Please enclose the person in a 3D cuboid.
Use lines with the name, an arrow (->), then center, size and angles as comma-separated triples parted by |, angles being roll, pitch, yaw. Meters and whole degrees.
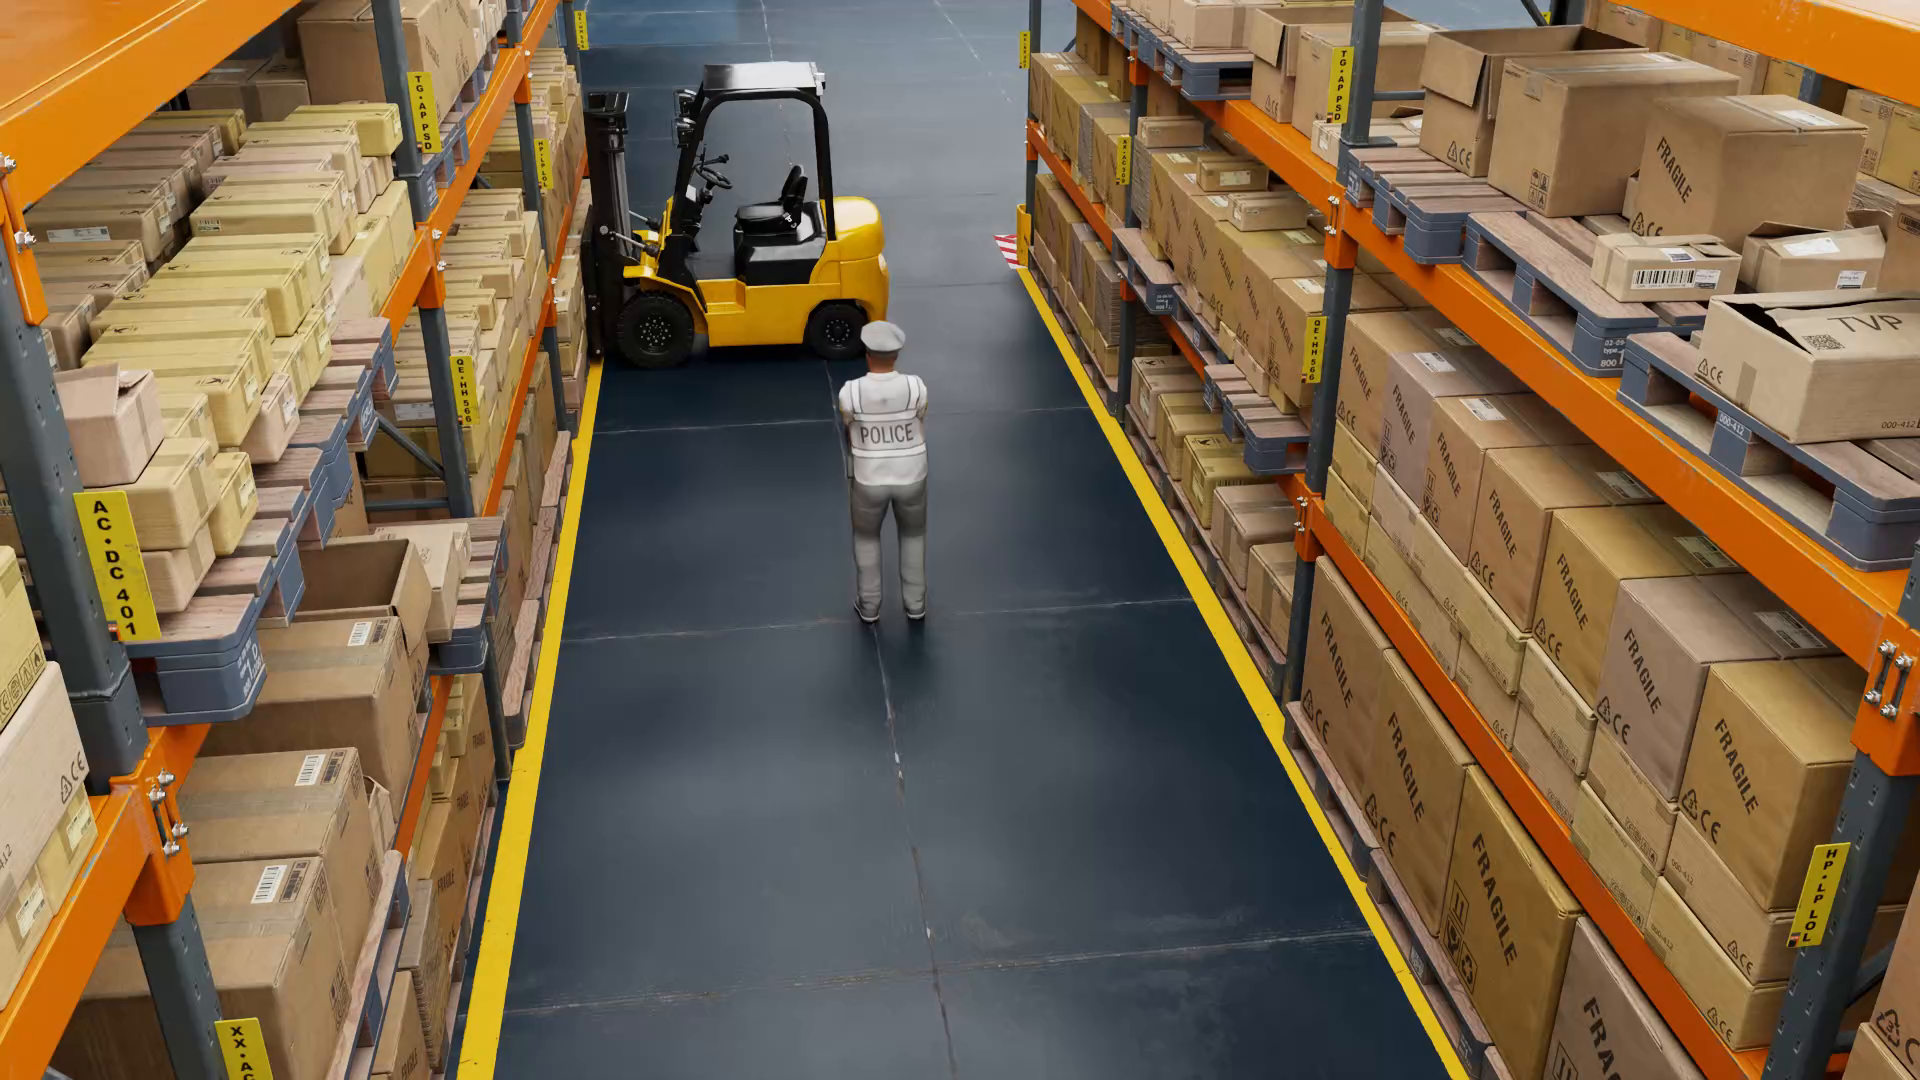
person -> -0.429, -0.395, 9.374 | 0.490, 1.771, 0.567 | -4, 27, -8
